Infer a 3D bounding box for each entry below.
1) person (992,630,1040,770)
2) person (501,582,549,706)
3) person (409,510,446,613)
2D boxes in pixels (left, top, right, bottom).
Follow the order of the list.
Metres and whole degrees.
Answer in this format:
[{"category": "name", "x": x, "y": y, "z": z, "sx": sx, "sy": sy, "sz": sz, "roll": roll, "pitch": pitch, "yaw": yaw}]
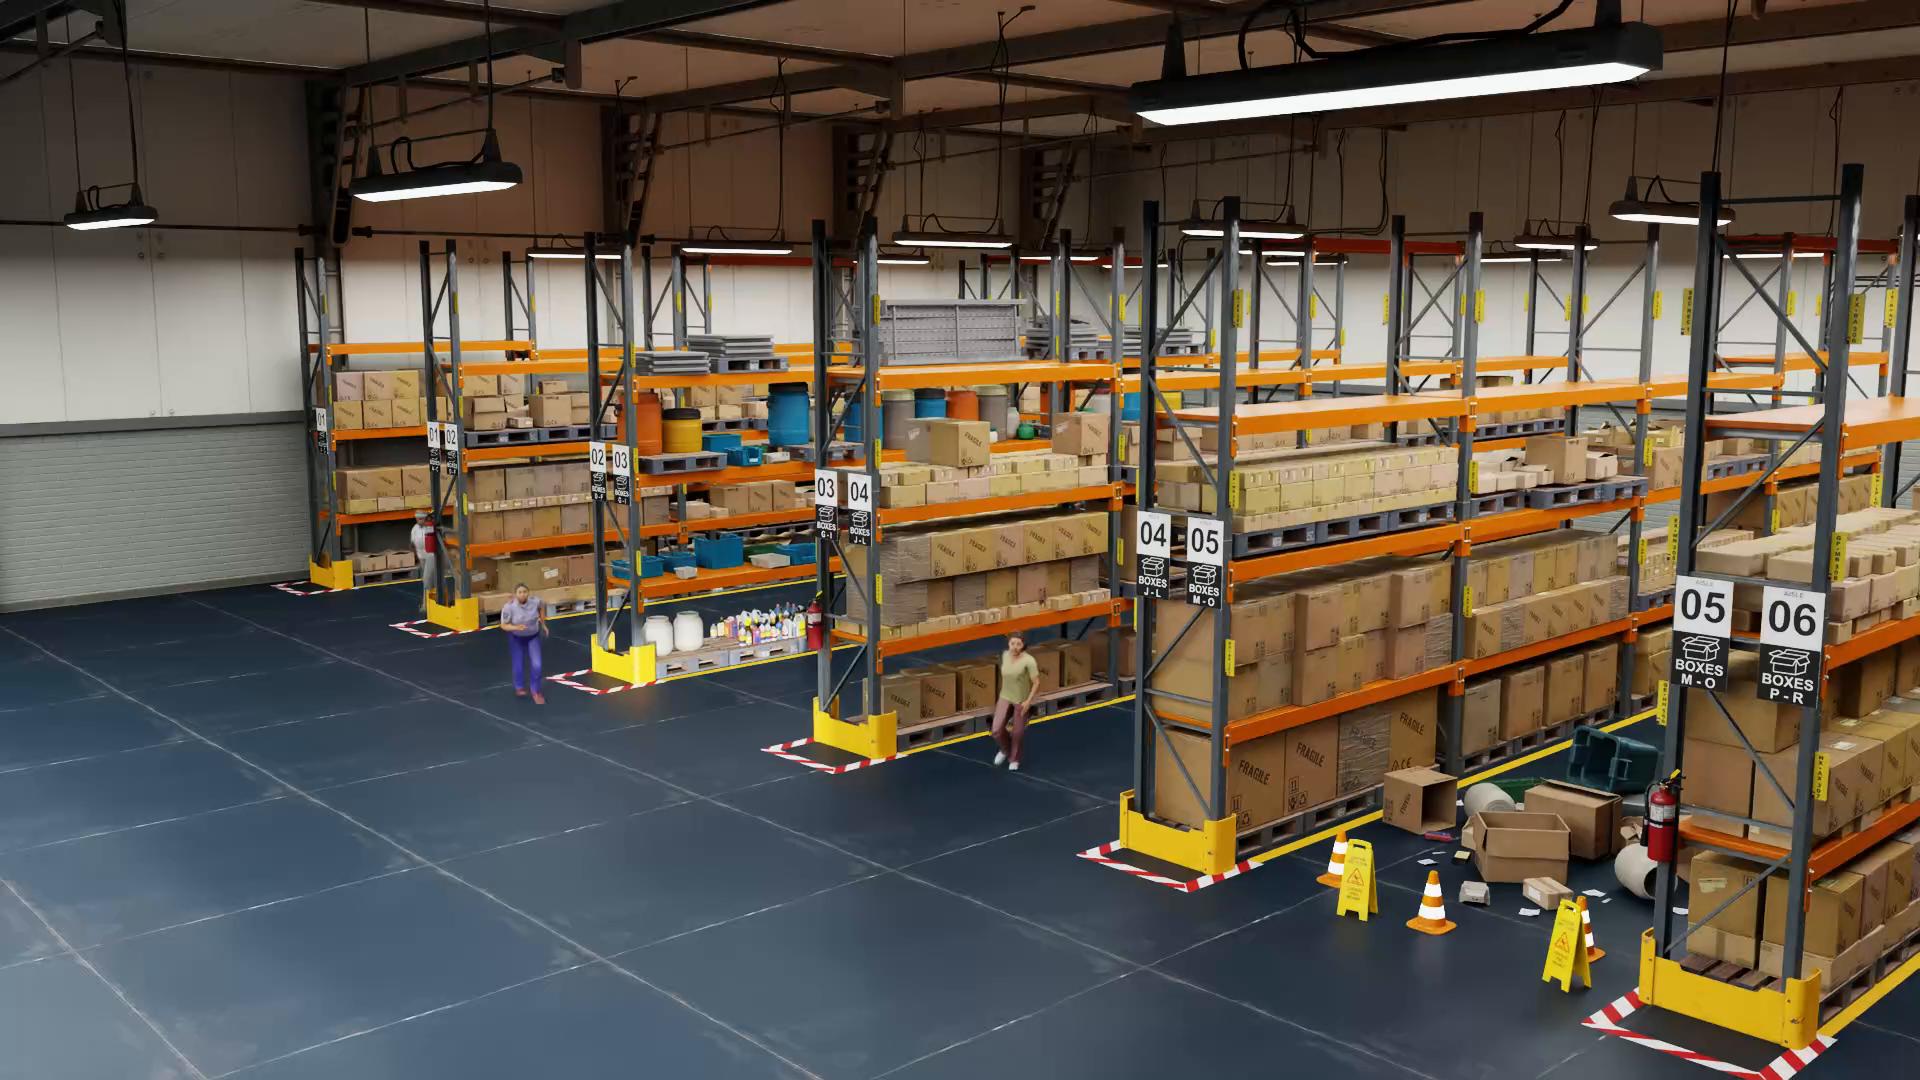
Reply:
[{"category": "person", "x": 0.618, "y": 1.737, "z": 18.009, "sx": 0.573, "sy": 1.611, "sz": 0.647, "roll": 3, "pitch": 9, "yaw": 20}, {"category": "person", "x": -5.528, "y": 1.310, "z": 21.145, "sx": 0.598, "sy": 1.592, "sz": 0.934, "roll": -3, "pitch": 9, "yaw": -18}, {"category": "person", "x": -8.797, "y": 0.313, "z": 27.542, "sx": 0.483, "sy": 1.692, "sz": 0.914, "roll": 4, "pitch": 9, "yaw": 23}]
